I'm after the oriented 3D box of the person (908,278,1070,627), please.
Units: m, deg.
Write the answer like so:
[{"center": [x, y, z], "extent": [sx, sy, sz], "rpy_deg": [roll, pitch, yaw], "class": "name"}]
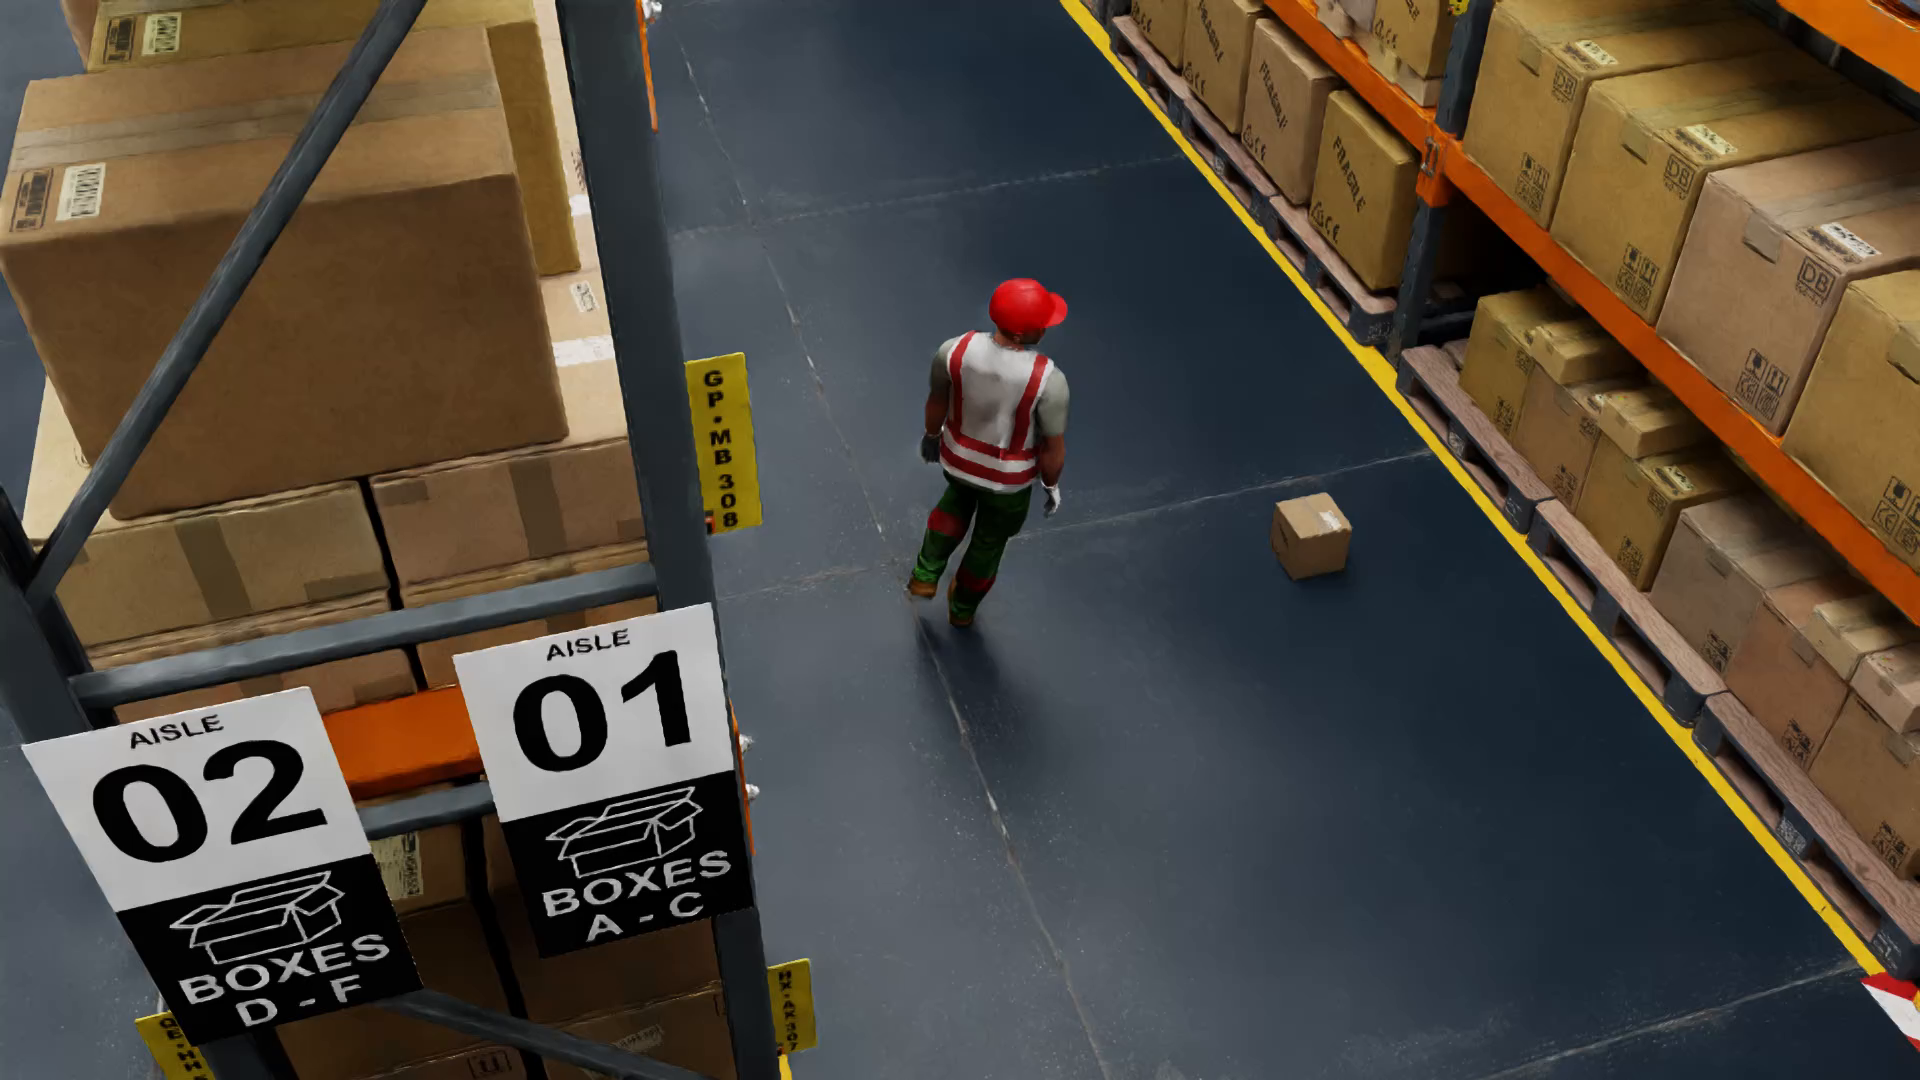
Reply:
[{"center": [0.125, -0.332, 6.512], "extent": [0.678, 1.772, 0.465], "rpy_deg": [14, 44, 16], "class": "person"}]
